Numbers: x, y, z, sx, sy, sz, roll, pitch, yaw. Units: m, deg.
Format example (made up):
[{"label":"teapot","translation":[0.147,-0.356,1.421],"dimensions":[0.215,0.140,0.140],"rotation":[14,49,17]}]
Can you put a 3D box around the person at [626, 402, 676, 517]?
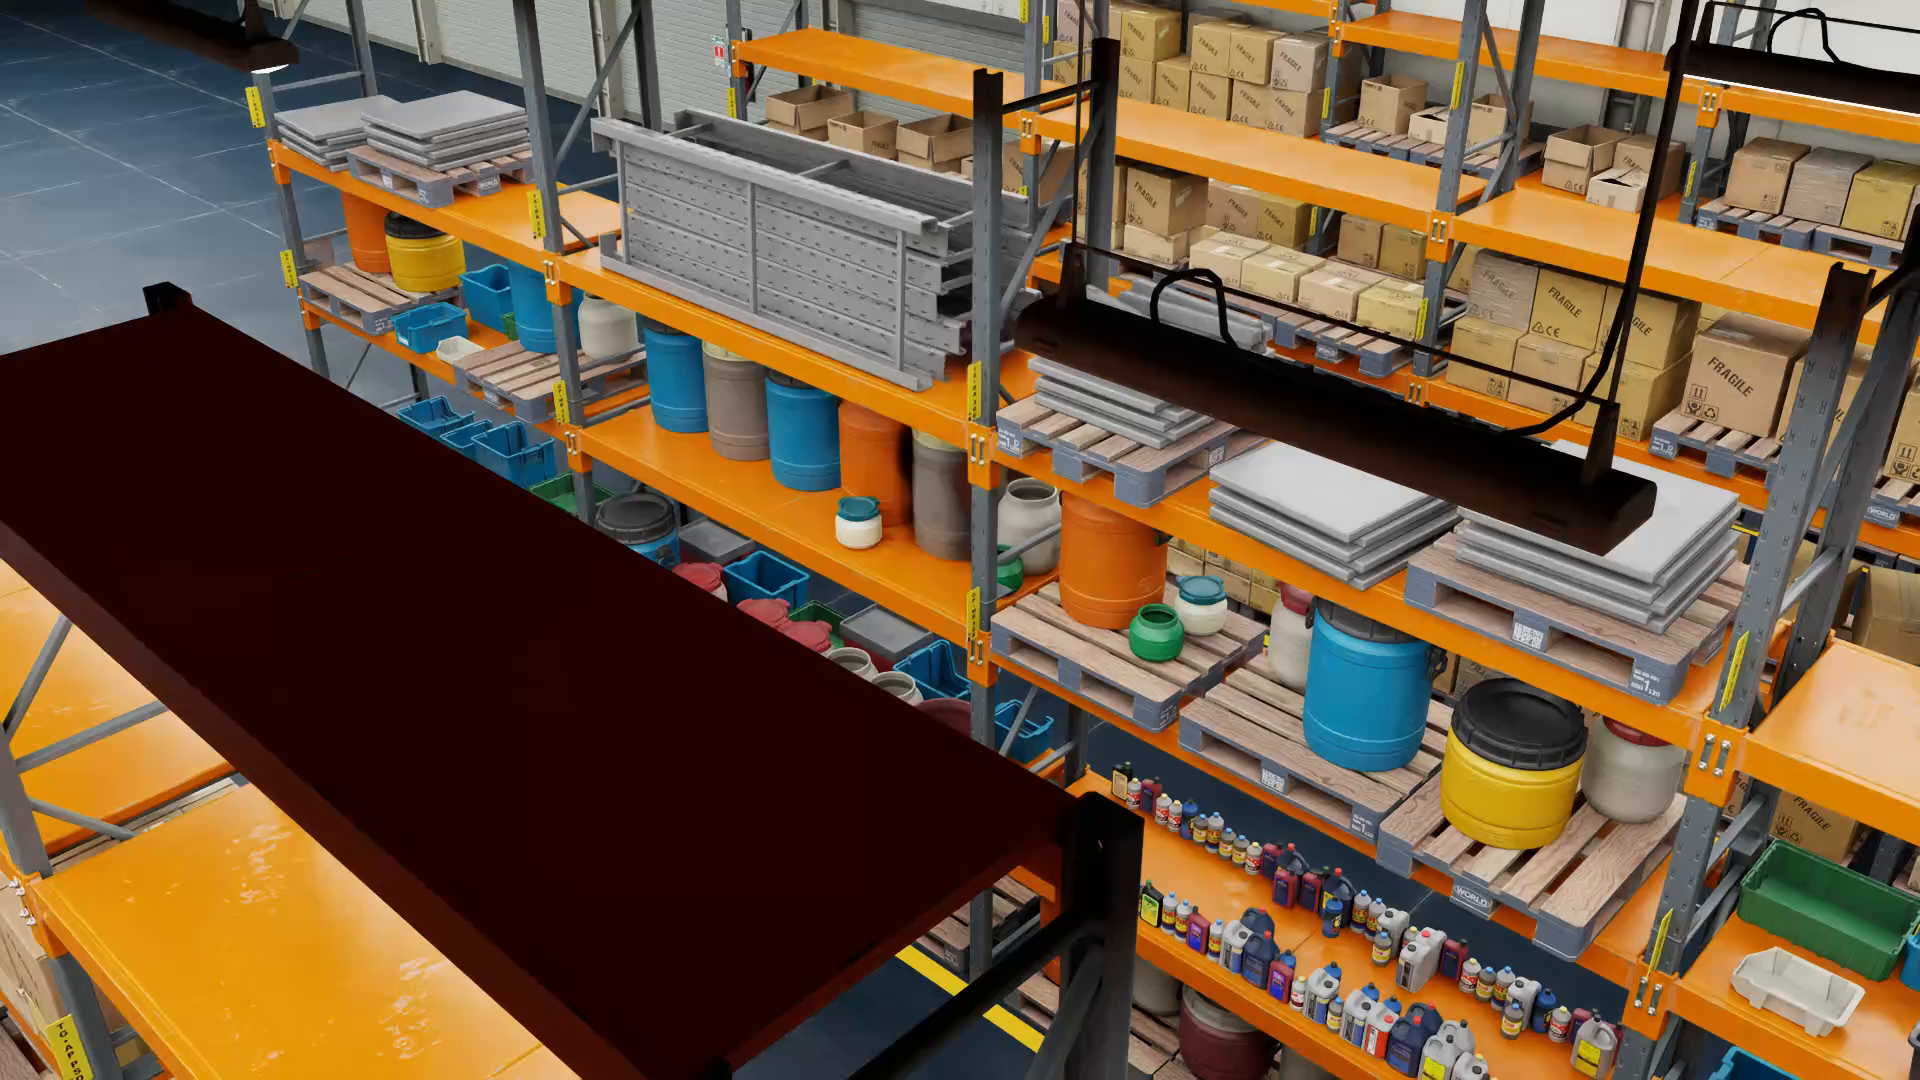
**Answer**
[{"label":"person","translation":[-3.026,-0.806,15.884],"dimensions":[0.707,1.769,0.430],"rotation":[23,37,35]}]
